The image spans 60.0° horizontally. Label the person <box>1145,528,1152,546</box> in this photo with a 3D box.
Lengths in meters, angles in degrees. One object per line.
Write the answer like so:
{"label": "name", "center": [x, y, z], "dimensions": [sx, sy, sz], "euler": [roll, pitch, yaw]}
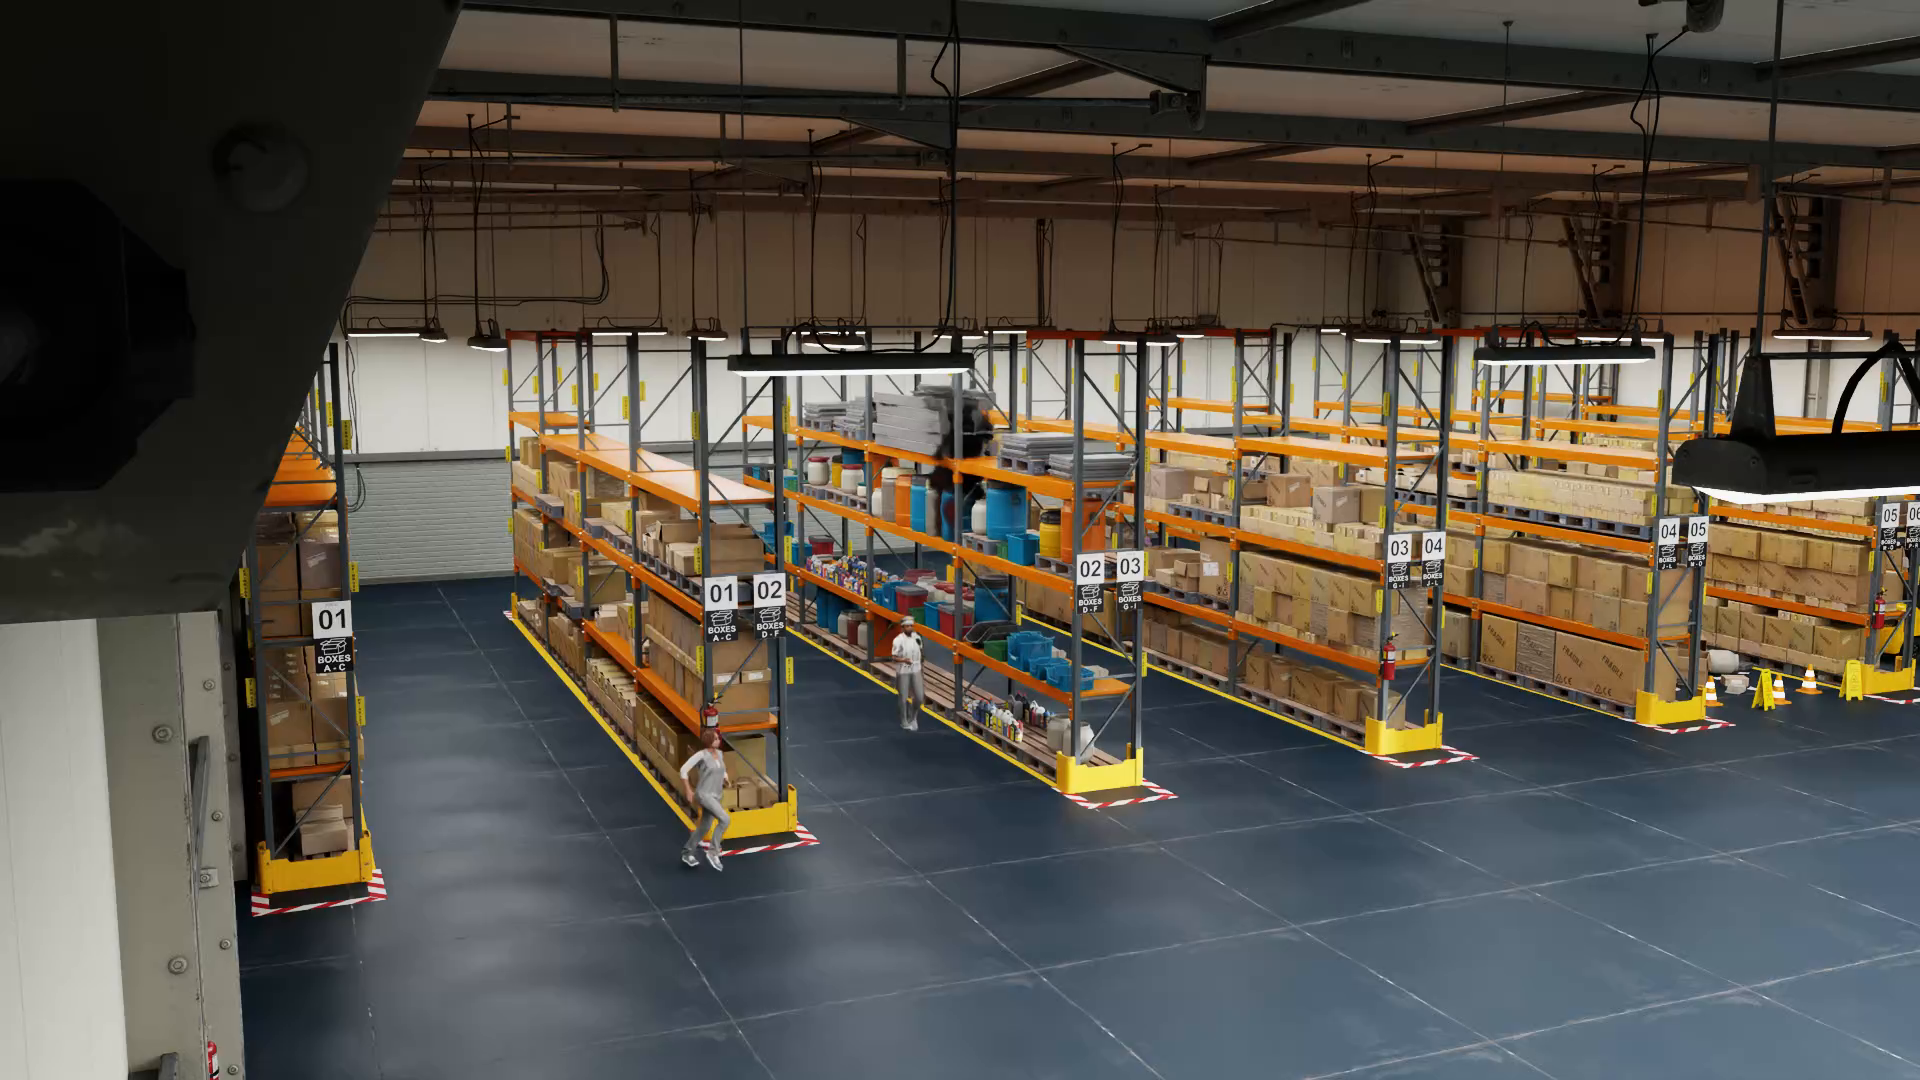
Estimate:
{"label": "person", "center": [4.138, 0.451, 37.653], "dimensions": [0.541, 1.562, 0.543], "euler": [-3, 8, -18]}

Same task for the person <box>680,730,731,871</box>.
{"label": "person", "center": [-2.871, 2.957, 19.094], "dimensions": [0.635, 1.548, 0.528], "euler": [3, 8, 23]}

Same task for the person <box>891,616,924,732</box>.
{"label": "person", "center": [-0.705, 1.955, 24.123], "dimensions": [0.562, 1.732, 0.582], "euler": [-3, 8, -23]}
